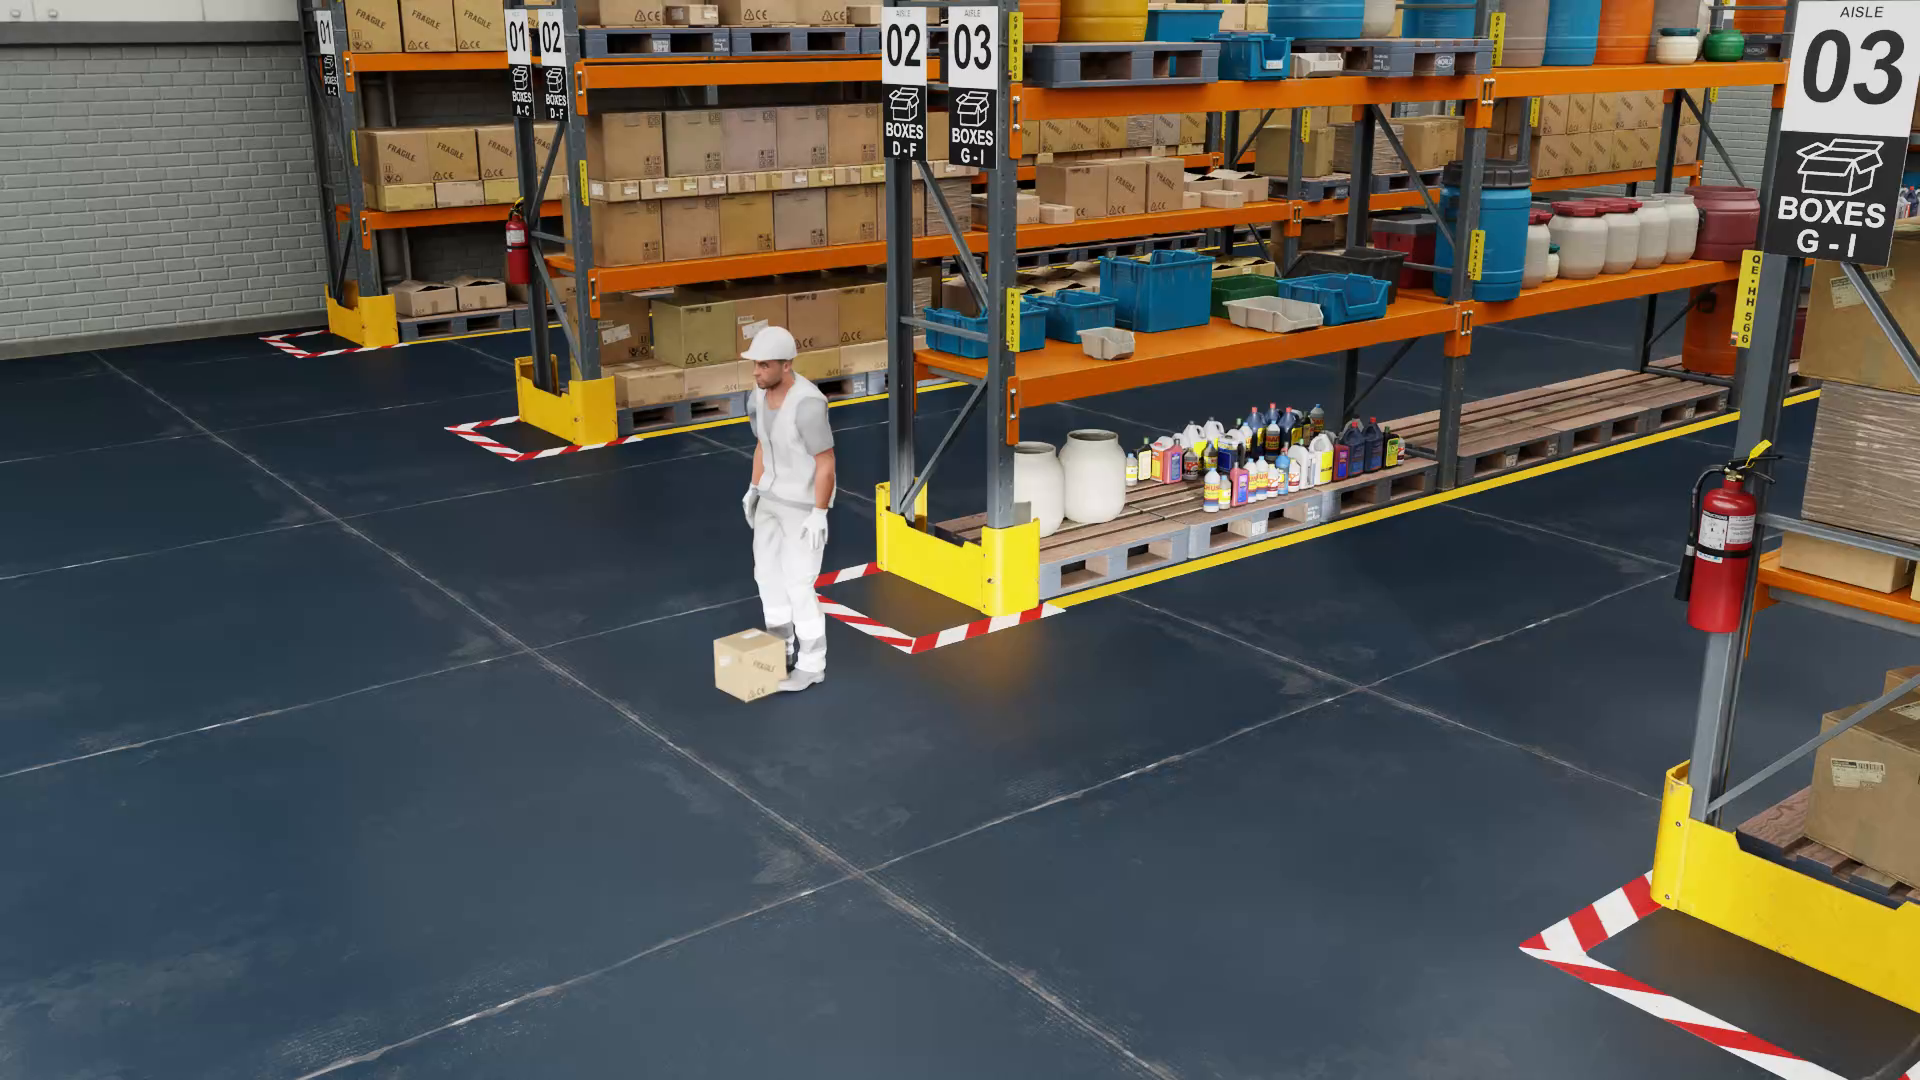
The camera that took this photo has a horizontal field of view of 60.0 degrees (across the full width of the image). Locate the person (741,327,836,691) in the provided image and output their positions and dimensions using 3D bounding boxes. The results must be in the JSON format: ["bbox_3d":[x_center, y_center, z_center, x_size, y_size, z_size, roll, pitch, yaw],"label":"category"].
[{"bbox_3d":[-0.843,-0.159,8.032,0.453,1.777,0.608,-15,23,-39],"label":"person"}]
